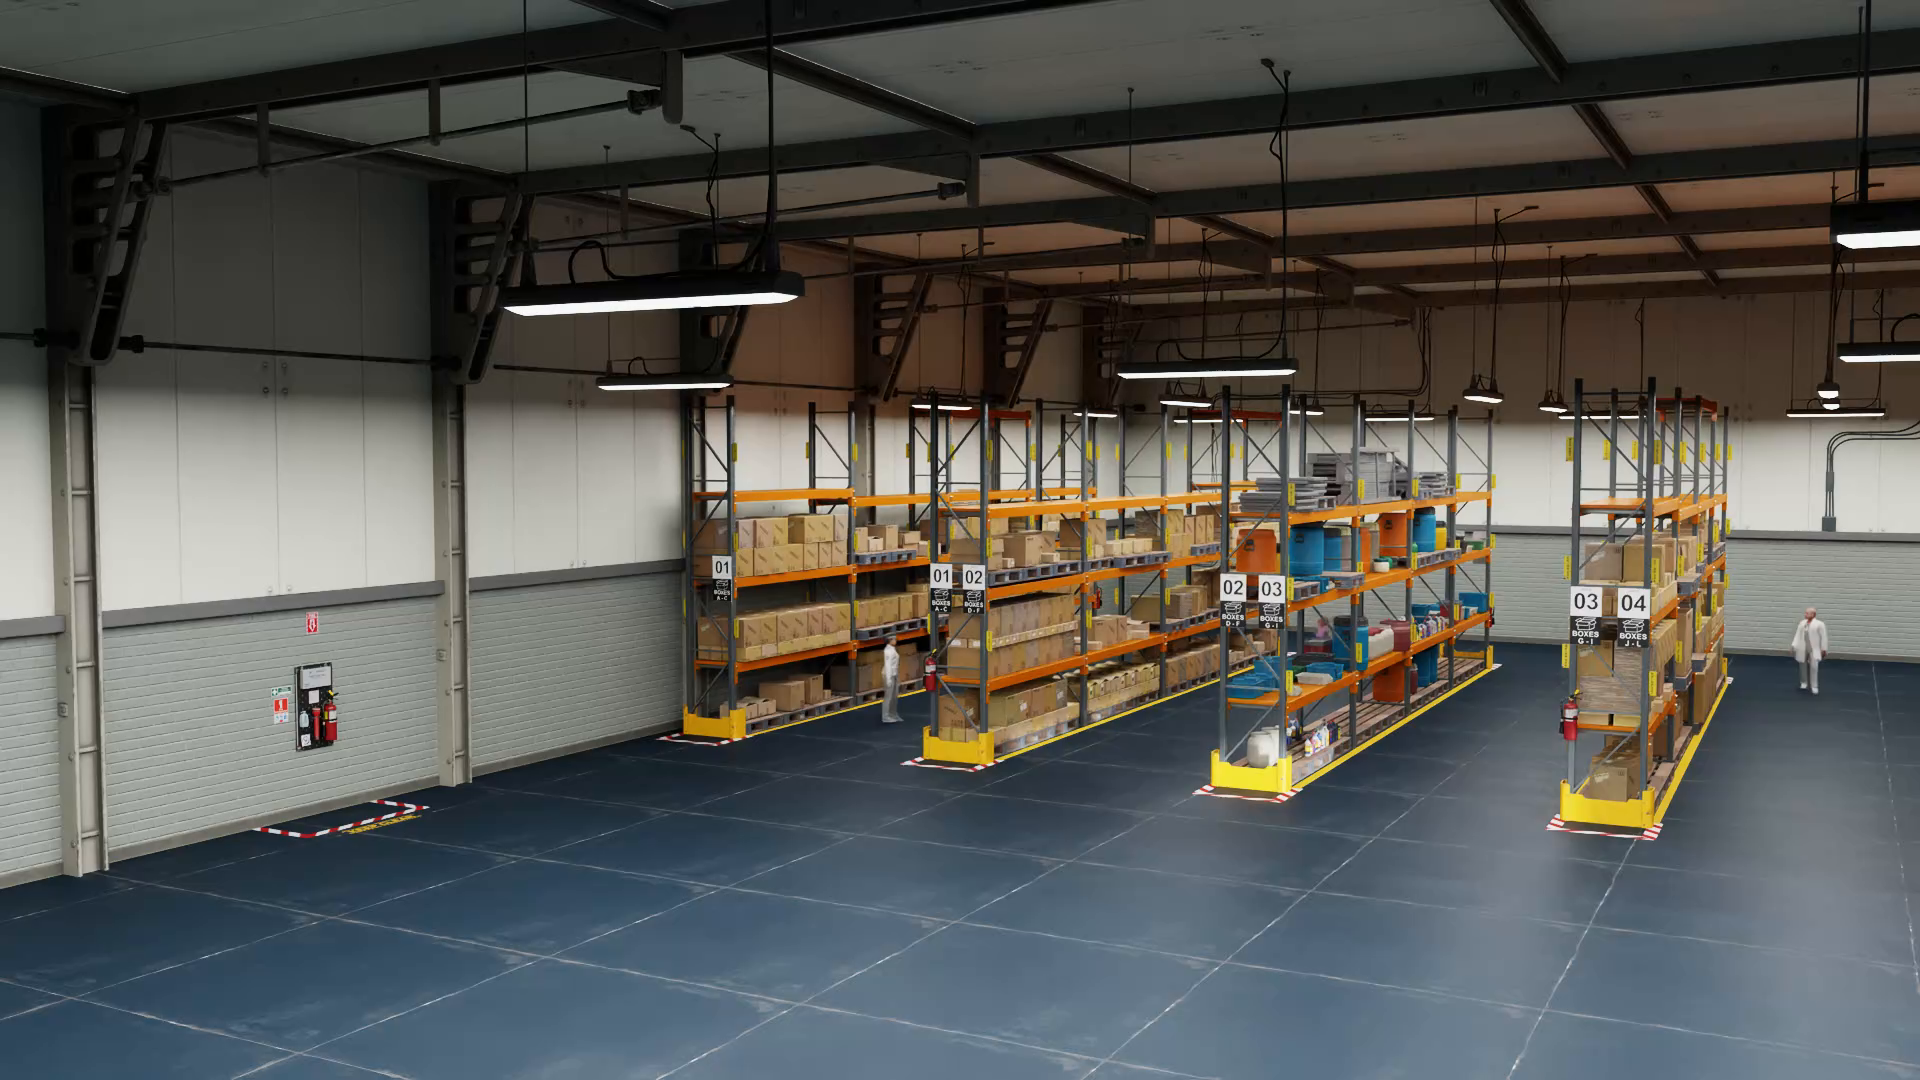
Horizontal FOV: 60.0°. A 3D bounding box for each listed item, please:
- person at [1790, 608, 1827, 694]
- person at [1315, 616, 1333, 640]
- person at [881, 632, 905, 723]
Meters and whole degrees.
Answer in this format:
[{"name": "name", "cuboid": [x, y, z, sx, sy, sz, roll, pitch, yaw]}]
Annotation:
[{"name": "person", "cuboid": [17.709, 2.336, 34.703, 0.702, 1.631, 1.048, 1, 3, 25]}, {"name": "person", "cuboid": [7.705, 2.399, 35.011, 0.472, 1.575, 0.660, 2, 4, 34]}, {"name": "person", "cuboid": [-1.257, 2.559, 30.843, 0.407, 1.721, 0.535, 0, 3, 8]}]
